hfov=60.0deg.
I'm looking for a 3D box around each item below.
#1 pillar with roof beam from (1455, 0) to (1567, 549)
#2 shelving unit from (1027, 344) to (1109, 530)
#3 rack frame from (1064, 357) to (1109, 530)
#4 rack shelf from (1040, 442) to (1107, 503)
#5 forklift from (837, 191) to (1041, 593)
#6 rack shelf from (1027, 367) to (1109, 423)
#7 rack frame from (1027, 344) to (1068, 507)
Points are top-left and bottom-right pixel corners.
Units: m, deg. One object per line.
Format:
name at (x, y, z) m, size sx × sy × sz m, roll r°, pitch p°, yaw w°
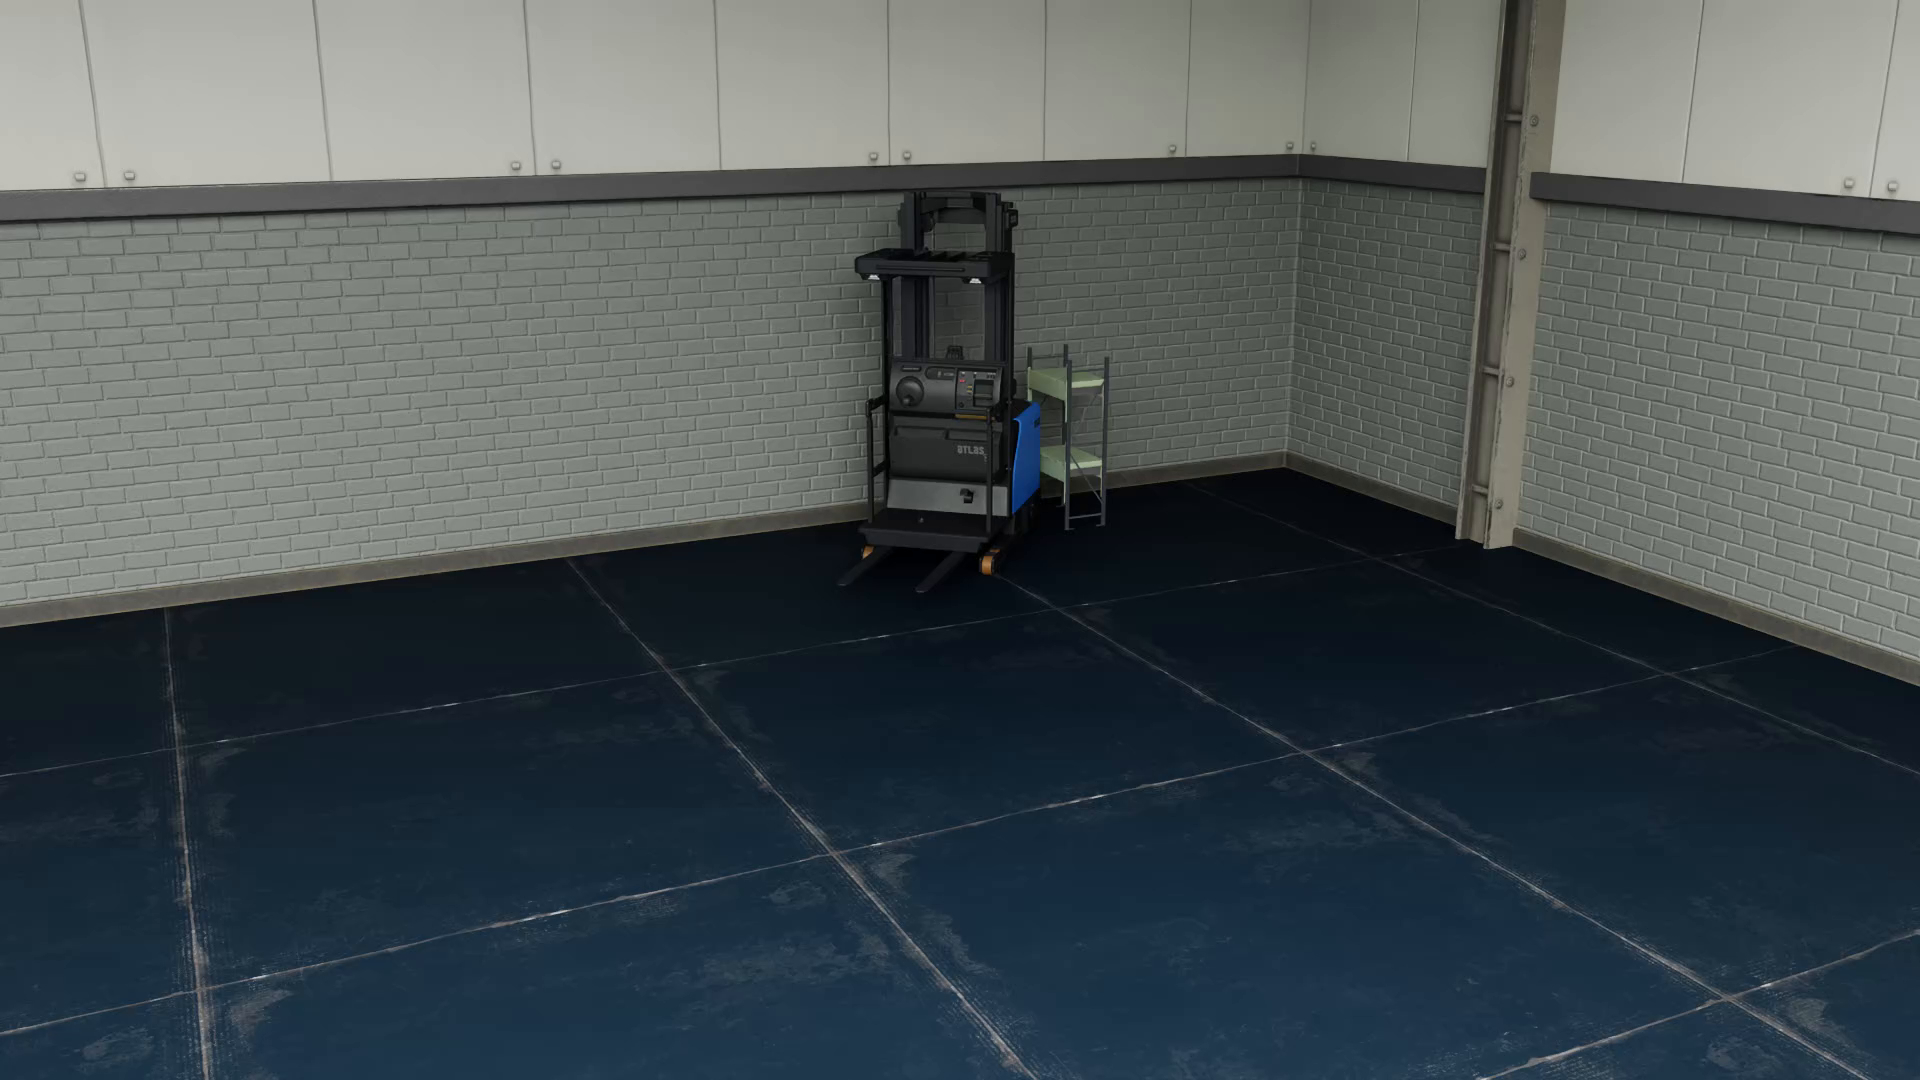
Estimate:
pillar with roof beam at (0.613, -3.794, 11.158) m, size 9.100 × 9.000 × 0.400 m, roll -8°, pitch 18°, yaw -25°
shelving unit at (0.942, -0.923, 14.748) m, size 0.431 × 1.500 × 0.755 m, roll -7°, pitch 18°, yaw -24°
rack frame at (1.099, -0.832, 14.430) m, size 0.400 × 1.500 × 0.023 m, roll -7°, pitch 18°, yaw -24°
rack shelf at (0.942, -0.610, 14.838) m, size 0.431 × 0.370 × 0.720 m, roll -7°, pitch 18°, yaw -24°
forklift at (-0.171, -1.242, 13.267) m, size 1.130 × 2.935 × 3.031 m, roll 4°, pitch 17°, yaw 15°
rack shelf at (0.942, -1.298, 14.640) m, size 0.431 × 0.370 × 0.720 m, roll -7°, pitch 18°, yaw -24°
rack frame at (0.786, -1.014, 15.066) m, size 0.400 × 1.500 × 0.023 m, roll -7°, pitch 18°, yaw -24°
